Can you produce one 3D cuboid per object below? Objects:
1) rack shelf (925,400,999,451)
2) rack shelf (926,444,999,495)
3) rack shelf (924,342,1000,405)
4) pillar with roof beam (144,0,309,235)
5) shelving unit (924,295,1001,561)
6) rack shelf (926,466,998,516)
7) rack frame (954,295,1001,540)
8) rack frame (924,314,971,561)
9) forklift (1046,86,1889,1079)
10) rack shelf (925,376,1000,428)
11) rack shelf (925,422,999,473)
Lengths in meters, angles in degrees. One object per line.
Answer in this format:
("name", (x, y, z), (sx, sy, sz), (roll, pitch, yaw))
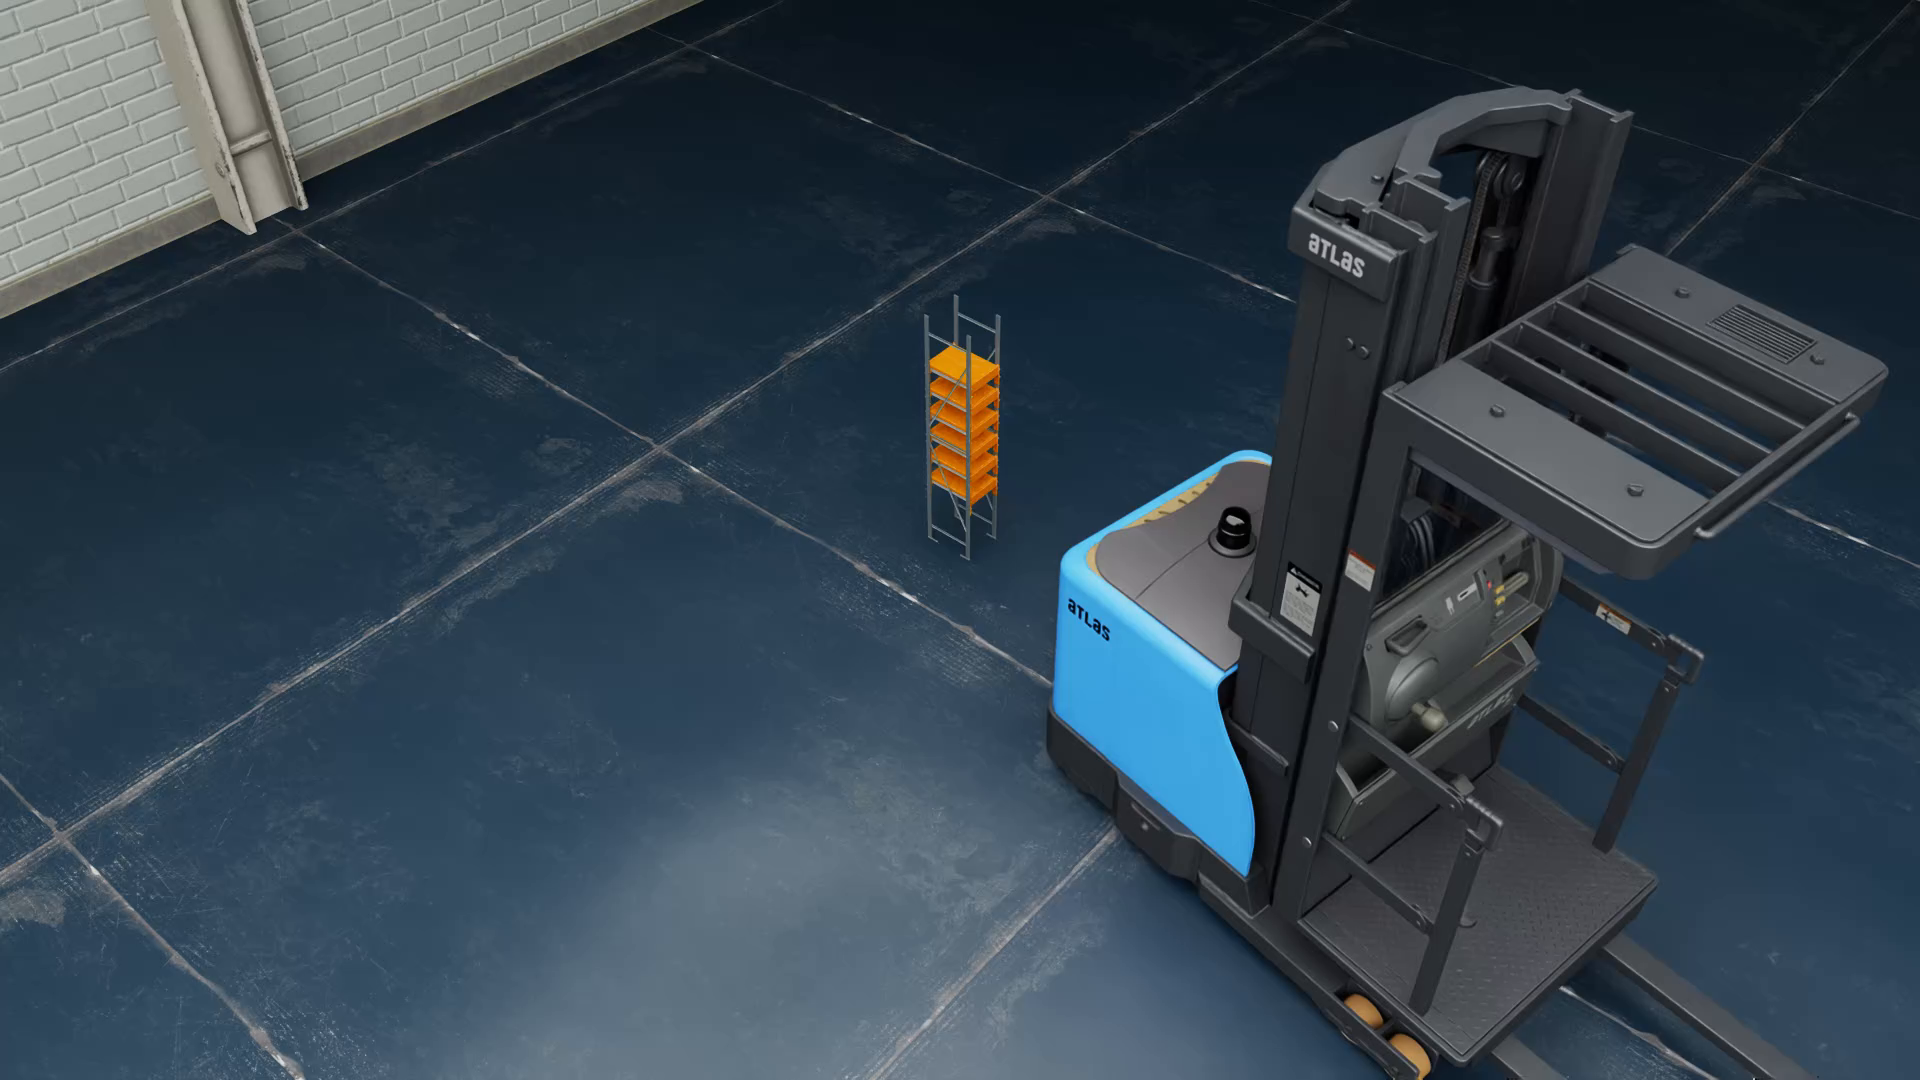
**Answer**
("rack shelf", (0.009, -0.507, 6.986), (0.258, 0.103, 0.180), (29, 50, 28))
("rack shelf", (0.009, -0.330, 7.147), (0.258, 0.103, 0.180), (29, 50, 28))
("rack shelf", (0.009, -0.685, 6.825), (0.258, 0.103, 0.180), (29, 50, 28))
("pillar with roof beam", (-0.678, -3.340, 4.417), (9.100, 9.000, 0.400), (29, 50, 28))
("shelving unit", (0.009, -0.451, 7.037), (0.258, 1.200, 0.189), (29, 50, 28))
("rack shelf", (0.009, -0.241, 7.228), (0.258, 0.103, 0.180), (29, 50, 28))
("rack frame", (0.068, -0.498, 7.089), (0.240, 1.200, 0.006), (29, 50, 28))
("rack frame", (-0.050, -0.404, 6.985), (0.240, 1.200, 0.006), (29, 50, 28))
("forklift", (1.661, 0.317, 4.905), (1.130, 2.935, 3.031), (-29, 50, -28))
("rack shelf", (0.009, -0.596, 6.905), (0.258, 0.103, 0.180), (29, 50, 28))
("rack shelf", (0.009, -0.419, 7.067), (0.258, 0.103, 0.180), (29, 50, 28))
